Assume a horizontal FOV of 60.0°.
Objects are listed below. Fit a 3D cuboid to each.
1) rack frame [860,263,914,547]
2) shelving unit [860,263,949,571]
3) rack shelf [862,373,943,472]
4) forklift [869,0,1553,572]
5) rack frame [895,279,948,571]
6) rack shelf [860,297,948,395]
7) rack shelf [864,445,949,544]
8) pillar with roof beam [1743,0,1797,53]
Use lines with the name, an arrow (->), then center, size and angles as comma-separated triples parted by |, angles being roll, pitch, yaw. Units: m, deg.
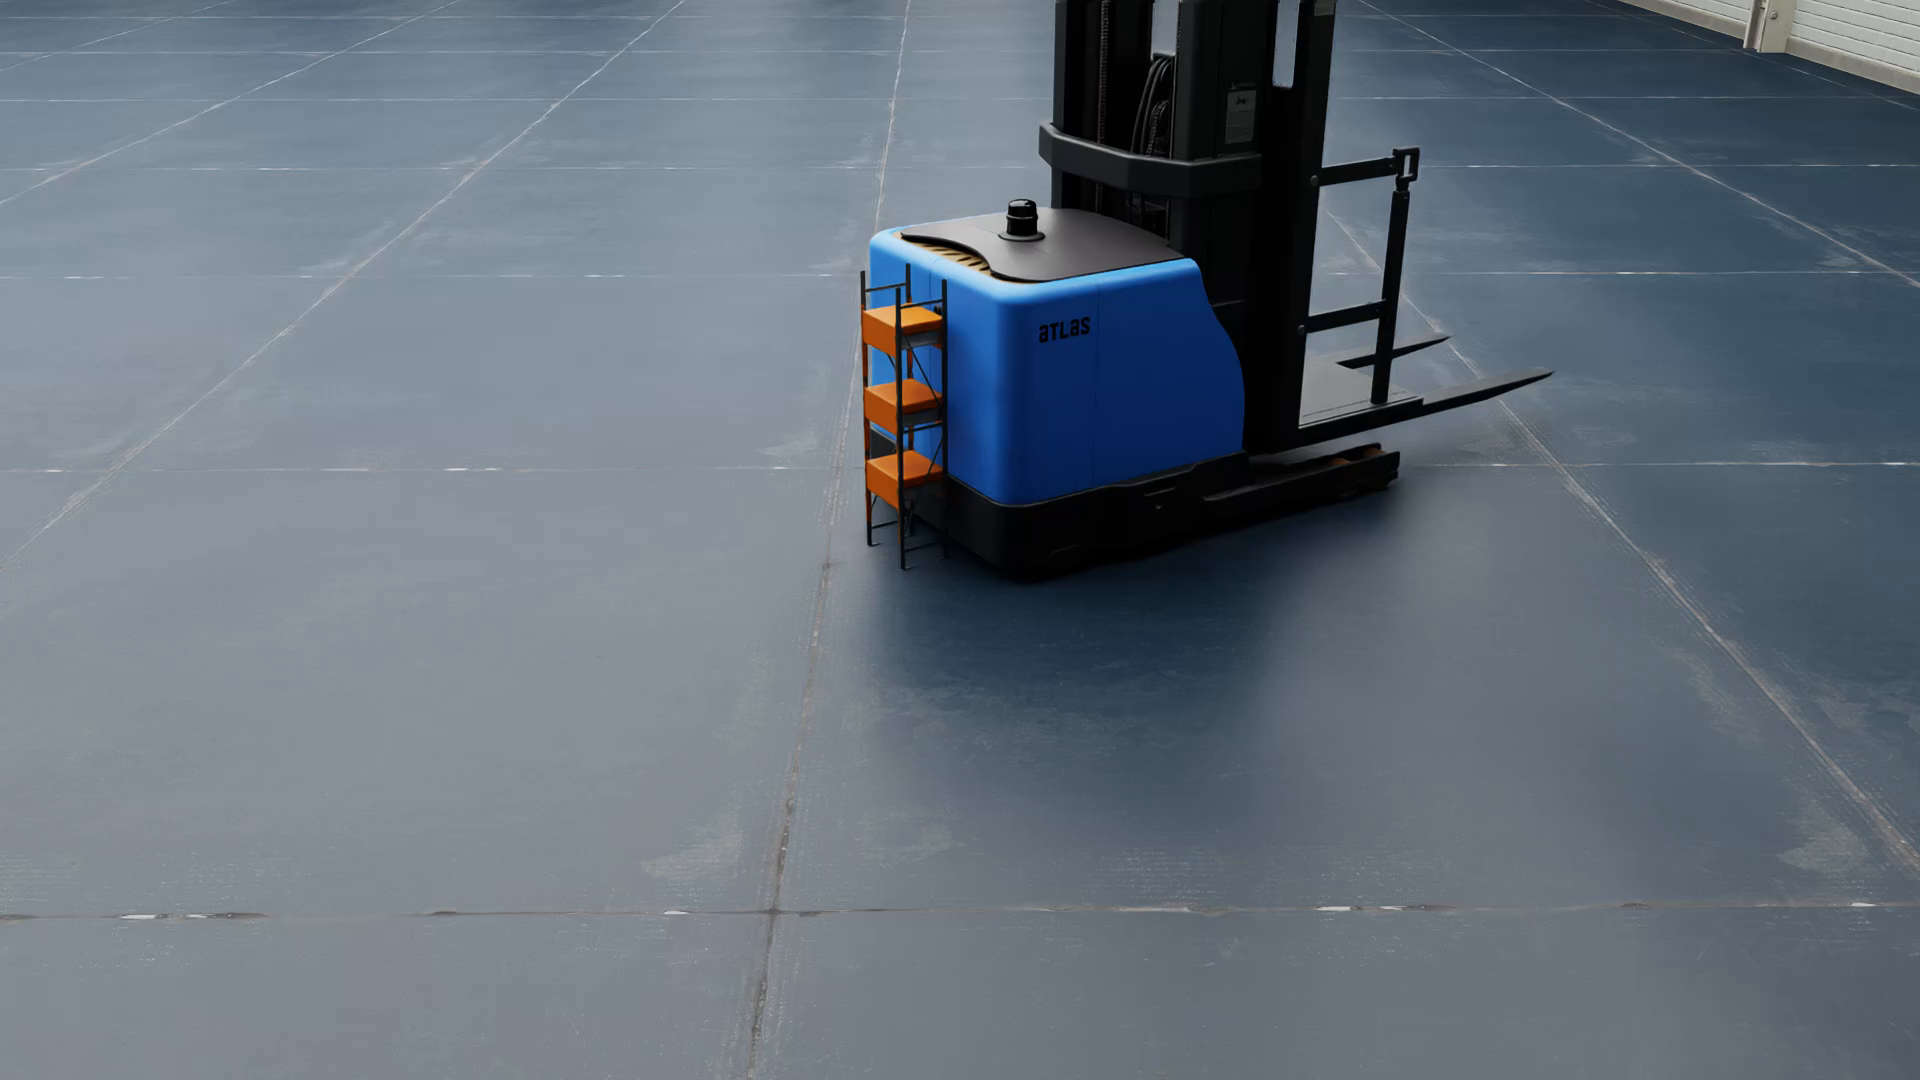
rack frame -> -0.260, -0.475, 6.025 | 0.200, 1.050, 0.008 | -15, 28, -29
shelving unit -> -0.195, -0.432, 5.931 | 0.215, 1.050, 0.252 | -15, 28, -29
rack shelf -> -0.195, -0.422, 5.935 | 0.215, 0.259, 0.240 | -15, 28, -29
forklift -> 1.169, -1.664, 6.372 | 3.031, 2.935, 1.130 | -14, 28, -29
rack frame -> -0.130, -0.389, 5.837 | 0.200, 1.050, 0.008 | -15, 28, -29
rack shelf -> -0.195, -0.681, 5.818 | 0.215, 0.259, 0.240 | -15, 28, -29
rack shelf -> -0.195, -0.169, 6.050 | 0.215, 0.259, 0.240 | -15, 28, -29
pillar with roof beam -> 4.380, -9.368, 16.044 | 9.100, 9.000, 0.400 | 0, 24, -1
